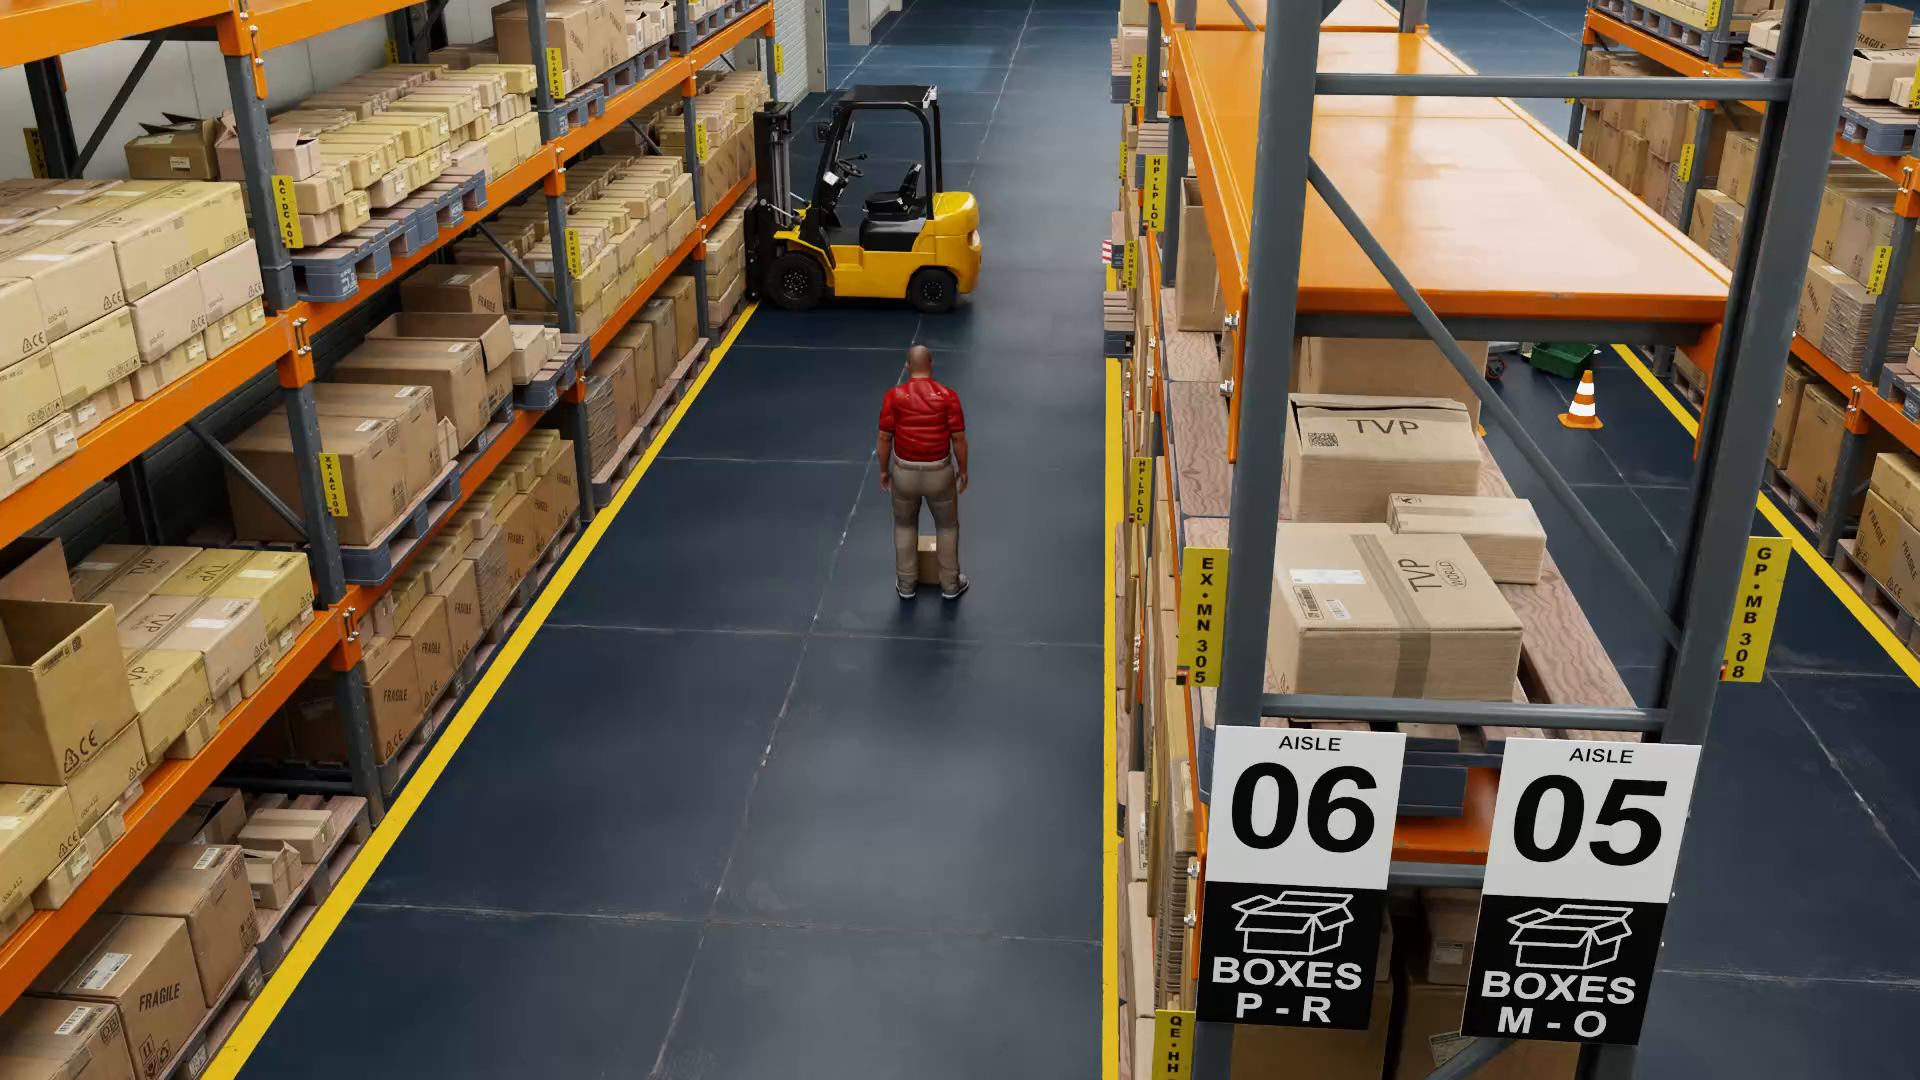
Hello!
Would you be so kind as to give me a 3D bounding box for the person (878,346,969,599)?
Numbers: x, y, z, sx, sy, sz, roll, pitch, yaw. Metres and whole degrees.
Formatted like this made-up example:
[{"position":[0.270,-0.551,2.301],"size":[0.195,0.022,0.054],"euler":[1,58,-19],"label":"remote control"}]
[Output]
[{"position":[-0.240,-0.433,10.983],"size":[0.590,1.726,0.388],"euler":[2,24,3],"label":"person"}]
